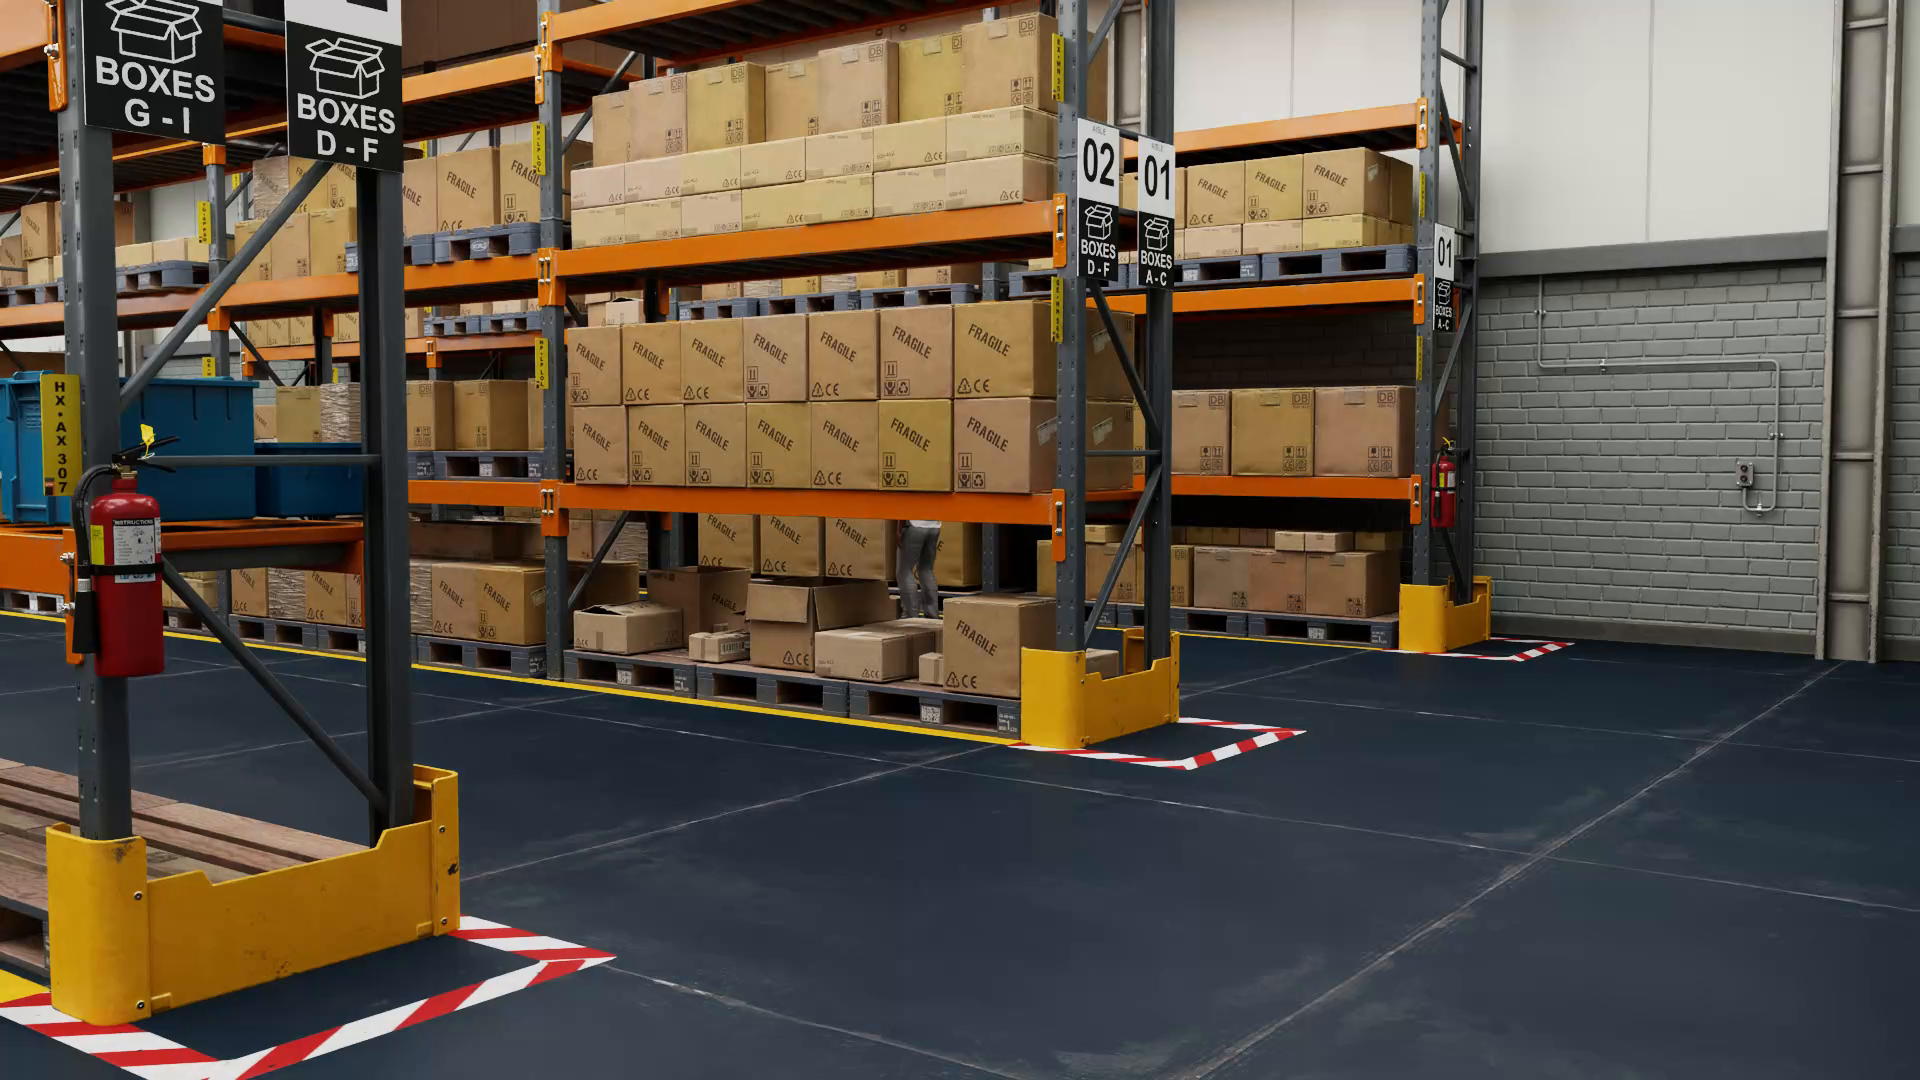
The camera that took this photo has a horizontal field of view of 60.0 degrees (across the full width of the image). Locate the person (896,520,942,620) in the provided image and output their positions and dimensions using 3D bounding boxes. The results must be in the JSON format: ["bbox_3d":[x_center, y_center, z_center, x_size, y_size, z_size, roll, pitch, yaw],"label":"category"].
[{"bbox_3d":[-0.376,-0.082,14.094,0.423,1.657,0.504,2,4,35],"label":"person"}]
